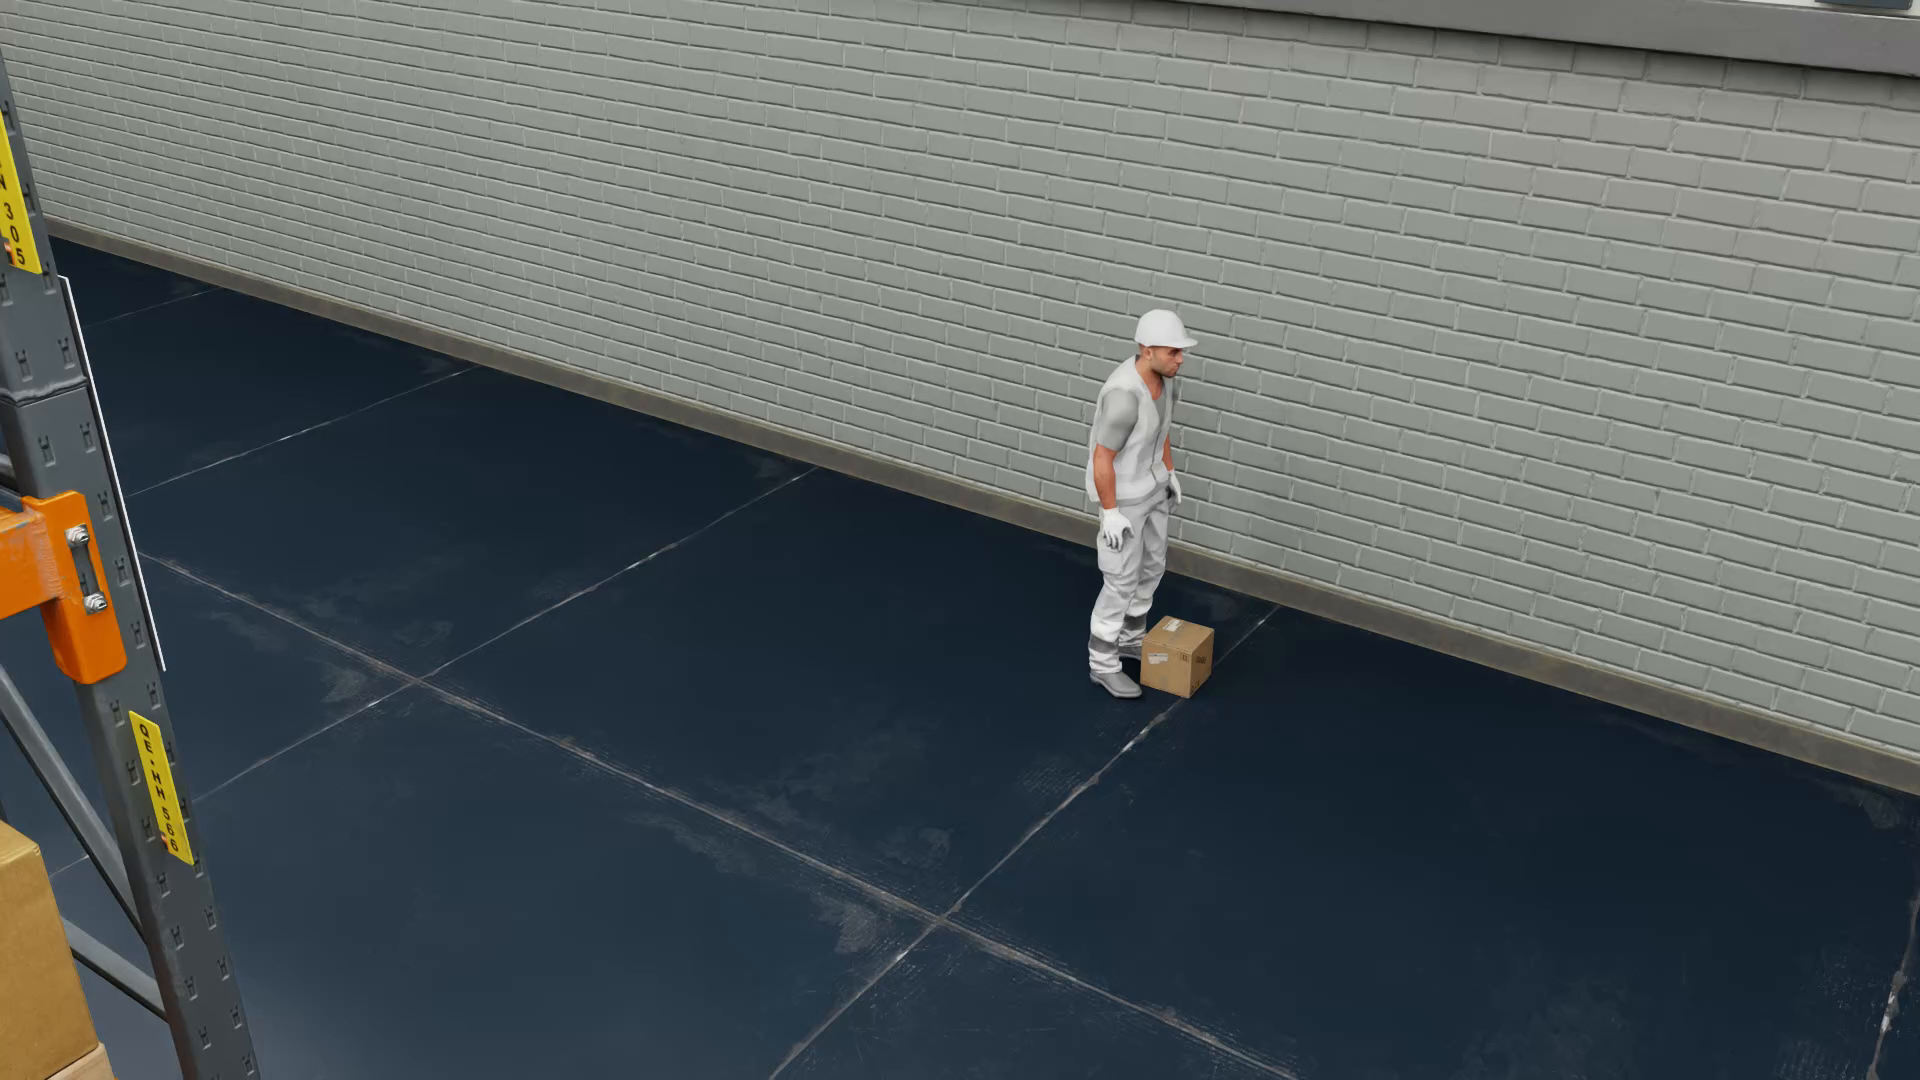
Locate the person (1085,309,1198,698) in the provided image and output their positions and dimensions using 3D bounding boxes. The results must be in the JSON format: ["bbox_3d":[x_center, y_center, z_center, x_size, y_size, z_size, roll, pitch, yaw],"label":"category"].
[{"bbox_3d":[0.801,-0.185,7.467,0.448,1.780,0.609,17,32,31],"label":"person"}]
